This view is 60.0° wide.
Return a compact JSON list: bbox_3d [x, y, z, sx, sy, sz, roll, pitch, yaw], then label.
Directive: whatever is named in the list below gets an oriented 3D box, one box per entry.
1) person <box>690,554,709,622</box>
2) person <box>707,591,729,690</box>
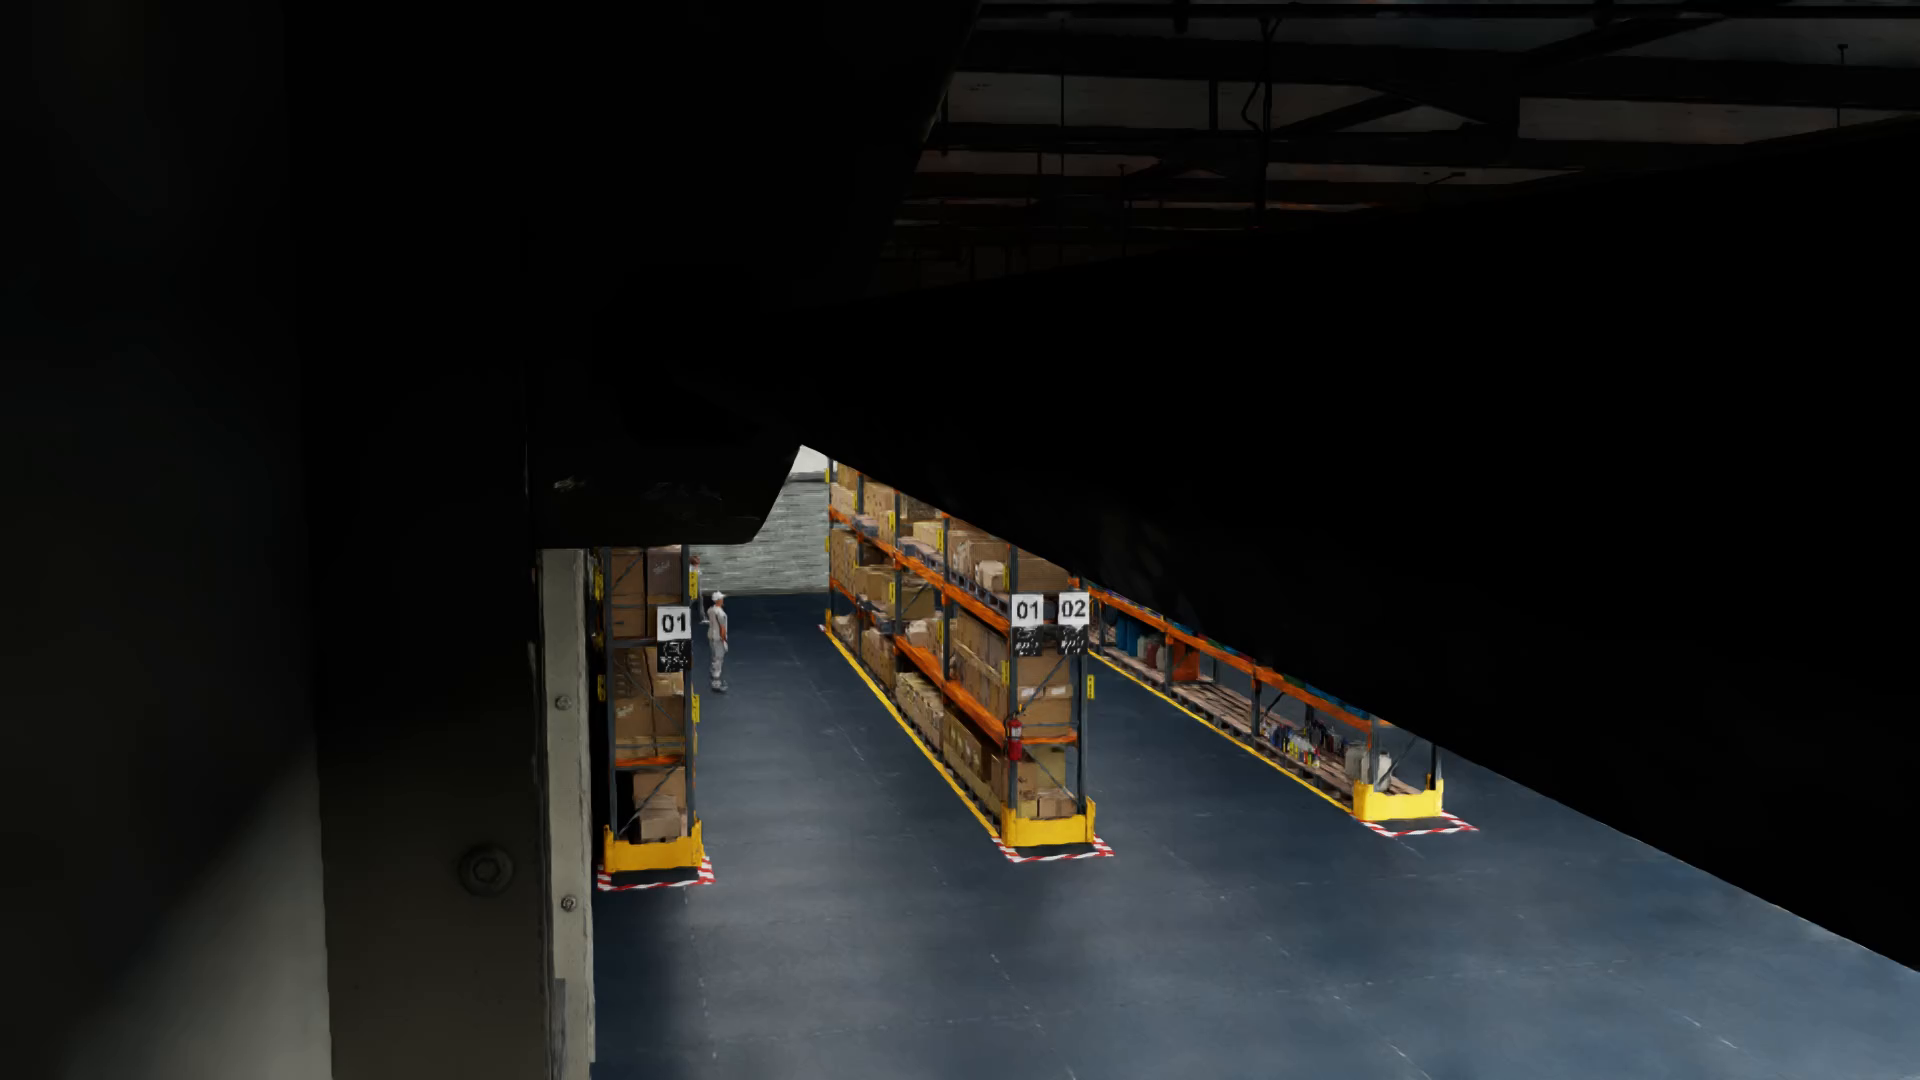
[{"bbox_3d":[-5.937,1.100,37.353,0.531,1.588,0.639,3,7,24],"label":"person"},{"bbox_3d":[-4.400,1.818,30.382,0.392,1.793,0.659,-4,8,-31],"label":"person"}]
